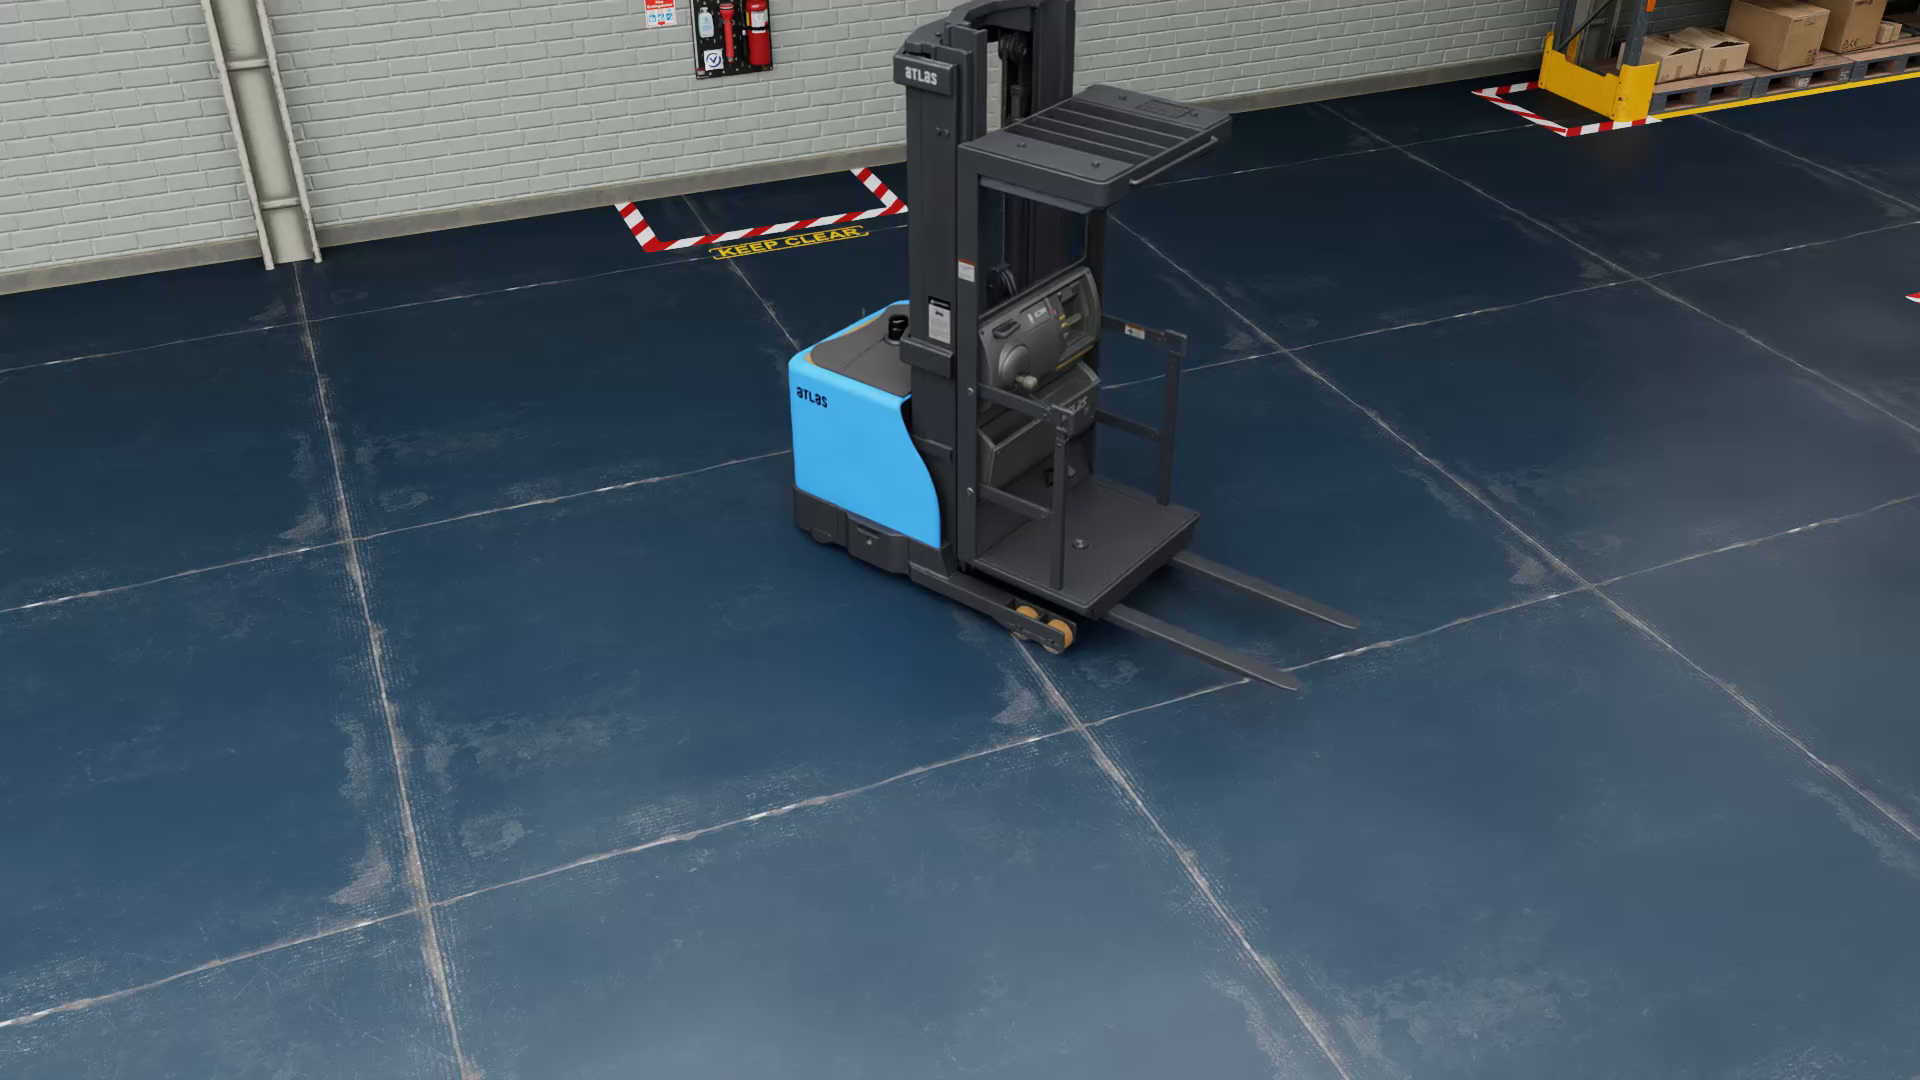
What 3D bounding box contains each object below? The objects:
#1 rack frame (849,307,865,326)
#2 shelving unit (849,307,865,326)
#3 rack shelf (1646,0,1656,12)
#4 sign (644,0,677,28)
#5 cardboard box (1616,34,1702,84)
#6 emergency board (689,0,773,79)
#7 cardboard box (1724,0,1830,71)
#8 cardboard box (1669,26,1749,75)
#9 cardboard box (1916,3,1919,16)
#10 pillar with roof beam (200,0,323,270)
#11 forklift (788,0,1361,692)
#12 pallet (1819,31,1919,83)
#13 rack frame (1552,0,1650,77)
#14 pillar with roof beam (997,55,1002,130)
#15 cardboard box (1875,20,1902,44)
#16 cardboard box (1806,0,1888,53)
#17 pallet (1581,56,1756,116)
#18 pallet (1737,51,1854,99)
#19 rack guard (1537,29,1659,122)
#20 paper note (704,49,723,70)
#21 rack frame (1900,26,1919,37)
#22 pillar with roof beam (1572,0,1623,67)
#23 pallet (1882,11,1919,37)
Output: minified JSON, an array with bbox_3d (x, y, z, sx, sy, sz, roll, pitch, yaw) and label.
[{"bbox_3d":[-0.587,-0.903,9.730,0.006,0.900,0.240,9,34,14],"label":"rack frame"},{"bbox_3d":[-0.490,-0.887,9.706,0.210,0.900,0.258,9,34,14],"label":"shelving unit"},{"bbox_3d":[7.624,-5.432,15.426,4.000,0.370,1.077,-13,35,-19],"label":"rack shelf"},{"bbox_3d":[-2.284,-4.075,12.648,0.234,0.329,0.001,-13,35,-19],"label":"sign"},{"bbox_3d":[6.453,-4.470,15.349,0.500,0.311,0.500,-17,37,-24],"label":"cardboard box"},{"bbox_3d":[-1.735,-4.125,12.757,0.643,1.169,0.194,-13,35,-19],"label":"emergency board"},{"bbox_3d":[7.674,-4.799,15.682,0.500,0.500,0.700,-15,36,-22],"label":"cardboard box"},{"bbox_3d":[6.979,-4.590,15.534,0.500,0.311,0.500,-10,34,-15],"label":"cardboard box"},{"bbox_3d":[10.141,-5.456,16.692,0.500,0.500,0.700,-12,35,-17],"label":"cardboard box"},{"bbox_3d":[-3.307,-3.710,6.619,0.400,9.000,9.100,-13,35,-19],"label":"pillar with roof beam"},{"bbox_3d":[0.562,-0.992,8.005,3.031,2.935,1.130,23,39,31],"label":"forklift"},{"bbox_3d":[8.863,-4.828,16.394,1.213,0.211,1.003,-13,35,-19],"label":"pallet"},{"bbox_3d":[5.780,-5.311,14.581,0.127,3.000,1.000,-13,35,-19],"label":"rack frame"},{"bbox_3d":[2.225,-4.977,8.566,0.400,9.000,9.100,-13,35,-19],"label":"pillar with roof beam"},{"bbox_3d":[8.987,-5.025,16.335,0.250,0.166,0.380,-18,37,-25],"label":"cardboard box"},{"bbox_3d":[8.527,-5.053,16.073,0.500,0.500,0.500,-16,36,-22],"label":"cardboard box"},{"bbox_3d":[6.613,-4.312,15.602,1.213,0.211,1.003,-13,35,-19],"label":"pallet"},{"bbox_3d":[7.736,-4.568,15.995,1.213,0.211,1.003,-13,35,-19],"label":"pallet"},{"bbox_3d":[5.850,-4.280,15.287,0.348,0.500,1.175,-13,35,-19],"label":"rack guard"},{"bbox_3d":[-1.925,-3.753,12.993,0.142,0.148,0.016,-13,35,-19],"label":"paper note"},{"bbox_3d":[9.468,-6.156,15.879,0.127,3.000,1.000,-13,35,-19],"label":"rack frame"},{"bbox_3d":[7.757,-6.244,10.513,0.400,9.000,9.100,-13,35,-19],"label":"pillar with roof beam"},{"bbox_3d":[10.186,-5.152,16.893,1.213,0.211,1.003,-13,35,-19],"label":"pallet"}]
